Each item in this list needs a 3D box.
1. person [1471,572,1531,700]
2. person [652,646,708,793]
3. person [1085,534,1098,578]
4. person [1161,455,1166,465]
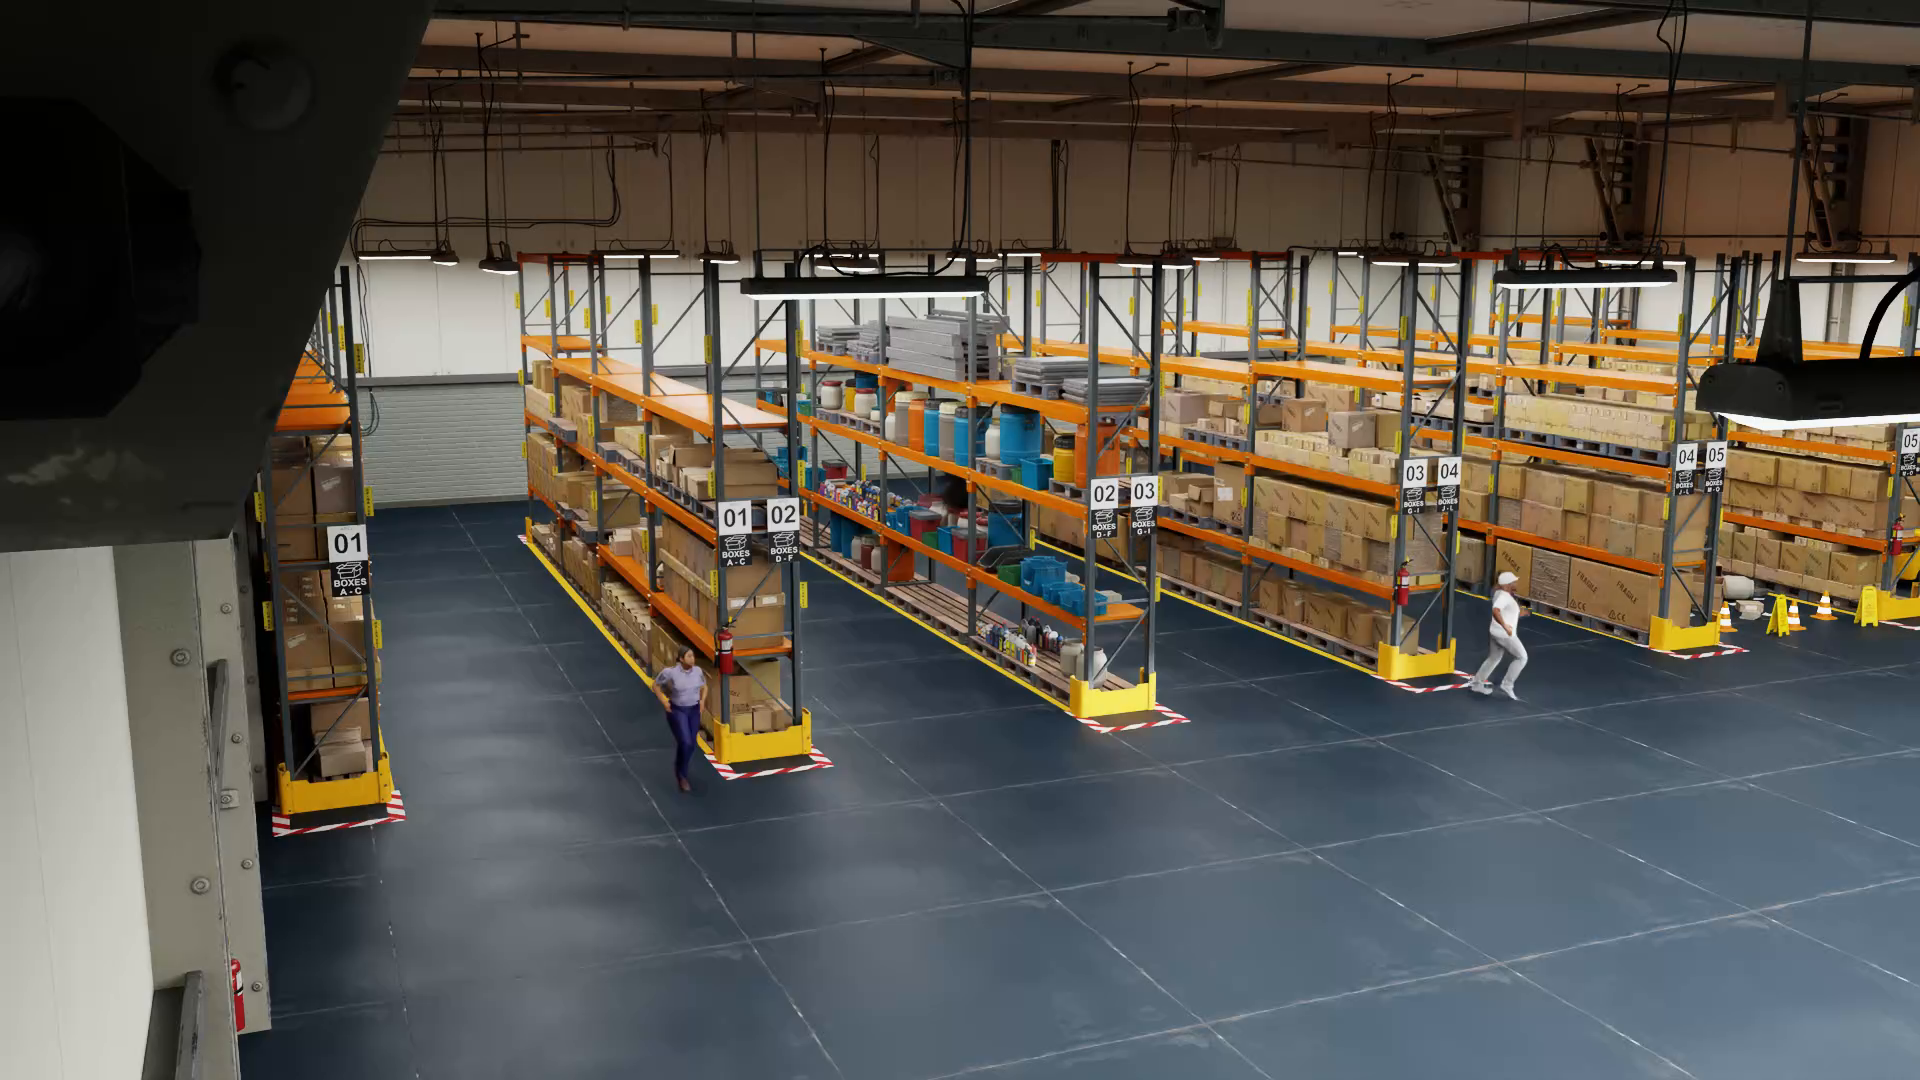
[{"bbox_3d":[7.508,1.328,22.919,0.799,1.796,0.732,0,10,1],"label":"person"},{"bbox_3d":[-3.195,2.060,19.338,0.614,1.670,0.666,-8,13,-39],"label":"person"},{"bbox_3d":[2.445,-0.302,30.221,0.630,1.899,0.712,-5,11,-24],"label":"person"},{"bbox_3d":[4.992,-2.086,41.784,0.594,1.751,0.734,3,11,14],"label":"person"}]
